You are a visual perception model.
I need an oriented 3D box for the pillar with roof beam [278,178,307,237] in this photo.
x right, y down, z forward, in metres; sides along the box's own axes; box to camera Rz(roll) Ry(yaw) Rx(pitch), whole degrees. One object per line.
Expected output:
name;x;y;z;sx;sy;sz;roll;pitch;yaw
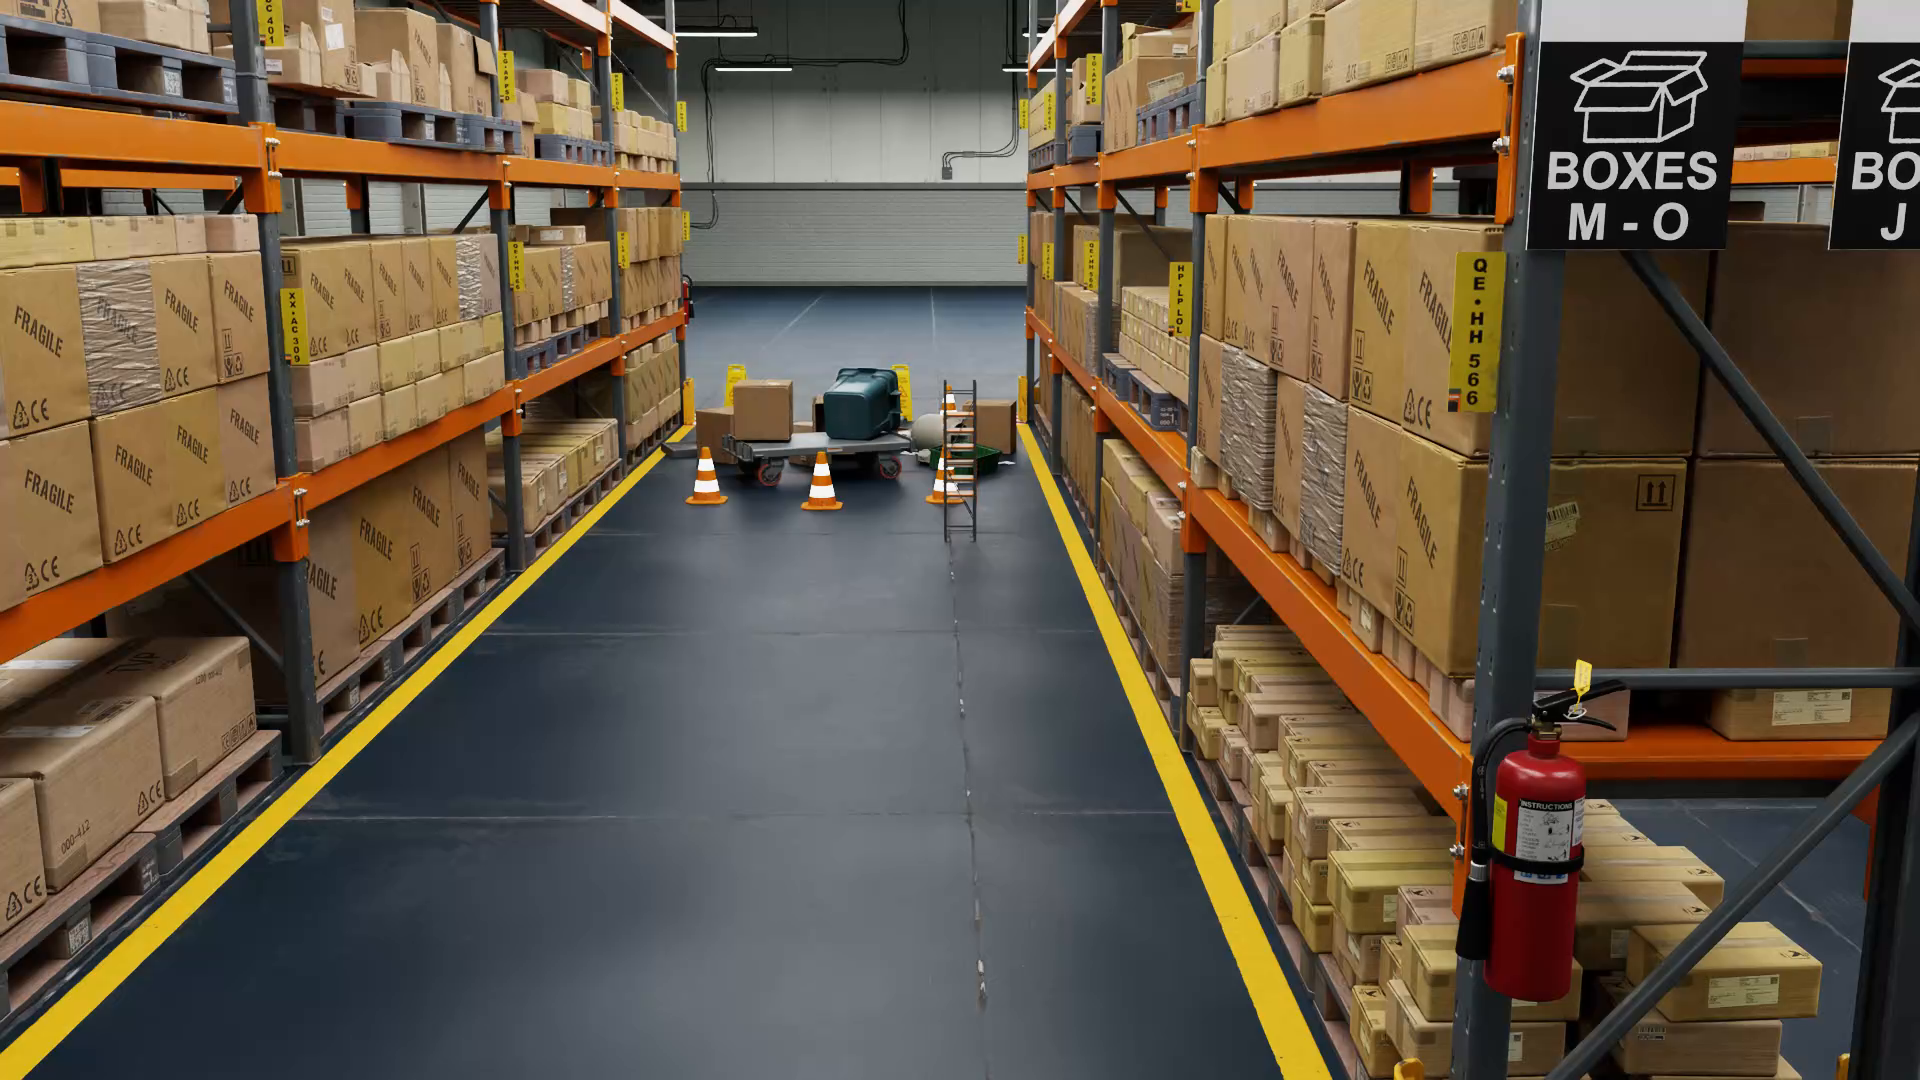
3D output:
pillar with roof beam;-5.339;-6.826;23.571;9.100;9.000;0.400;0;11;-1

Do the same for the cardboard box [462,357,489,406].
cardboard box;-3.208;-0.974;10.192;0.500;0.250;0.500;0;11;0

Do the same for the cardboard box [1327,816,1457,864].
cardboard box;1.321;0.944;4.978;0.380;0.149;0.250;-1;11;-3

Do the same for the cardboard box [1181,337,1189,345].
cardboard box;1.312;-1.052;8.277;0.380;0.149;0.250;-1;11;-3

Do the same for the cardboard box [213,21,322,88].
cardboard box;-3.082;-2.164;7.419;0.396;0.266;0.258;0;11;-2

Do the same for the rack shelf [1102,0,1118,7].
rack shelf;1.484;-3.283;8.922;1.077;0.370;4.000;0;11;-1

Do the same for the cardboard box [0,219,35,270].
cardboard box;-3.060;-0.895;5.029;0.380;0.149;0.250;-1;11;-3

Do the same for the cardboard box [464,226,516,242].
cardboard box;-3.806;-2.451;13.411;0.380;0.149;0.250;0;11;2

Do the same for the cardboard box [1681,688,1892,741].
cardboard box;1.929;0.359;3.877;0.380;0.149;0.250;0;11;-2

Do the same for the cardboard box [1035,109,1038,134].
cardboard box;1.053;-4.378;17.371;0.500;0.250;0.500;0;11;-2

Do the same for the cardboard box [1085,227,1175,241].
cardboard box;1.399;-2.321;13.691;0.700;0.500;0.500;0;11;-1

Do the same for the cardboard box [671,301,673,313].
cardboard box;-3.348;-2.541;18.171;0.380;0.149;0.250;0;11;-2

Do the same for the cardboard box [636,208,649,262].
cardboard box;-3.368;-2.918;15.884;0.700;0.500;0.500;0;11;-1

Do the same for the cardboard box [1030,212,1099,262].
cardboard box;1.246;-3.408;18.719;0.875;0.550;0.550;0;11;-1

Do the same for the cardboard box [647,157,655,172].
cardboard box;-3.307;-3.811;16.885;0.380;0.149;0.250;0;11;-2

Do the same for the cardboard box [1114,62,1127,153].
cardboard box;1.206;-2.594;10.004;0.500;0.500;0.500;0;11;-1

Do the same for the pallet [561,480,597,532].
pallet;-3.541;-0.279;13.403;1.003;0.211;1.213;0;11;-1

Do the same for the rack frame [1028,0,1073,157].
rack frame;1.277;-5.819;18.609;1.000;3.000;0.127;0;11;-1

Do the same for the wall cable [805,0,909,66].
wall cable;-3.079;-15.376;49.385;3.097;2.526;0.112;0;11;-1

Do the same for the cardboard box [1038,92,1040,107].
cardboard box;0.996;-4.500;16.971;0.380;0.149;0.250;0;11;0

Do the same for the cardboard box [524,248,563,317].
cardboard box;-3.318;-1.948;12.563;0.500;0.500;0.500;0;11;0

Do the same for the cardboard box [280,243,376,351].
cardboard box;-3.182;-1.182;8.074;0.500;0.500;0.500;0;11;-1

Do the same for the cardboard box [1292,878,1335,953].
cardboard box;1.276;1.186;5.282;0.380;0.149;0.250;-1;11;-4

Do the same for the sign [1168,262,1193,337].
sign;0.970;-1.058;7.318;0.100;0.325;0.005;0;11;-1

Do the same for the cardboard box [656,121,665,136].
cardboard box;-3.377;-4.408;17.825;0.380;0.149;0.250;0;11;-2

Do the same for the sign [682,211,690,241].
sign;-3.115;-3.559;18.851;0.100;0.325;0.005;0;11;-1

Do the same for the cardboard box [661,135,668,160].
cardboard box;-3.394;-4.180;17.704;0.500;0.250;0.500;0;11;-2

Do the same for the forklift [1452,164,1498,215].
forklift;4.480;-1.527;12.714;3.031;2.935;1.130;-11;16;-44

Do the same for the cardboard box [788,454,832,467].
cardboard box;-1.458;-0.874;16.200;0.258;0.266;0.396;-10;15;-40

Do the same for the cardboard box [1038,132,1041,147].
cardboard box;0.996;-4.110;17.052;0.380;0.149;0.250;0;11;-1

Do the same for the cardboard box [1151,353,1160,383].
cardboard box;1.283;-0.966;9.353;0.380;0.149;0.250;-1;11;-3

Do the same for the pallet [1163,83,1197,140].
pallet;1.619;-1.995;7.775;1.213;0.211;1.003;0;11;-1

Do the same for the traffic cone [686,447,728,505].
traffic cone;-2.162;-0.559;14.152;0.336;0.463;0.334;0;11;-1

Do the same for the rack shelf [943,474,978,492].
rack shelf;0.000;-0.430;12.487;0.258;0.103;0.180;0;11;-1

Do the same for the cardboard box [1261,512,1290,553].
cardboard box;1.280;-0.051;5.899;0.380;0.149;0.250;0;11;1

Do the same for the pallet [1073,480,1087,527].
pallet;1.479;-0.321;13.611;1.003;0.211;1.213;0;11;-1

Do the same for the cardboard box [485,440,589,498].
cardboard box;-3.540;-0.576;13.407;0.950;0.372;0.625;0;11;1

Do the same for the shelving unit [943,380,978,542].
shelving unit;0.000;-0.591;12.454;0.258;1.200;0.189;0;11;-1

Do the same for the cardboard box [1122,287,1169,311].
cardboard box;1.258;-1.569;10.830;0.380;0.149;0.250;0;11;-1

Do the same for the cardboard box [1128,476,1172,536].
cardboard box;1.234;-0.196;9.326;0.500;0.250;0.500;-1;11;-4

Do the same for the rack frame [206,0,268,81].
rack frame;-3.422;-3.393;6.652;1.000;3.000;0.127;0;11;-1

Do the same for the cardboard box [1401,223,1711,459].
cardboard box;1.350;-0.473;3.833;0.500;0.500;0.500;0;11;-2

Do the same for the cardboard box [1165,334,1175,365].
cardboard box;1.296;-1.008;8.811;0.380;0.149;0.250;-1;11;-4

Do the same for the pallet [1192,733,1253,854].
pallet;1.574;1.006;7.067;1.003;0.211;1.213;0;11;-1

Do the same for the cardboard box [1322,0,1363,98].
cardboard box;1.319;-1.384;4.671;0.500;0.250;0.500;0;11;1

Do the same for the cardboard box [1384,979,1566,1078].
cardboard box;1.311;1.243;4.252;0.380;0.149;0.250;-1;11;-3

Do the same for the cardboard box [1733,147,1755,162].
cardboard box;6.117;-2.977;12.524;0.500;0.250;0.500;0;11;0

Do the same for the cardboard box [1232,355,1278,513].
cardboard box;1.275;-0.390;5.939;0.500;0.500;0.500;0;11;-2

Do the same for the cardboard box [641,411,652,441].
cardboard box;-3.352;-1.126;16.425;0.500;0.250;0.500;0;11;2

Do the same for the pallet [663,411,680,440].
pallet;-3.687;-1.295;18.412;1.003;0.211;1.213;0;11;-1

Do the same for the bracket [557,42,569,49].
bracket;-9.652;-12.069;40.364;0.235;0.232;0.430;0;11;-1

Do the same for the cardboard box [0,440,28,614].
cardboard box;-3.093;-0.005;4.789;0.500;0.500;0.500;0;11;-1

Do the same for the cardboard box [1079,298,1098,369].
cardboard box;1.156;-1.525;12.281;0.500;0.500;0.500;0;11;-1

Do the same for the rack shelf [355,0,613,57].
rack shelf;-3.546;-4.037;12.642;1.077;0.370;4.000;0;11;-1

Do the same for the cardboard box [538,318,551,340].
cardboard box;-3.242;-1.562;12.290;0.380;0.149;0.250;0;11;-1

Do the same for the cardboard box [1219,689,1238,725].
cardboard box;1.308;0.675;7.052;0.380;0.149;0.250;0;11;-1

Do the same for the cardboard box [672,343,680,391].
cardboard box;-3.393;-1.906;18.384;0.500;0.500;0.500;0;11;-1
